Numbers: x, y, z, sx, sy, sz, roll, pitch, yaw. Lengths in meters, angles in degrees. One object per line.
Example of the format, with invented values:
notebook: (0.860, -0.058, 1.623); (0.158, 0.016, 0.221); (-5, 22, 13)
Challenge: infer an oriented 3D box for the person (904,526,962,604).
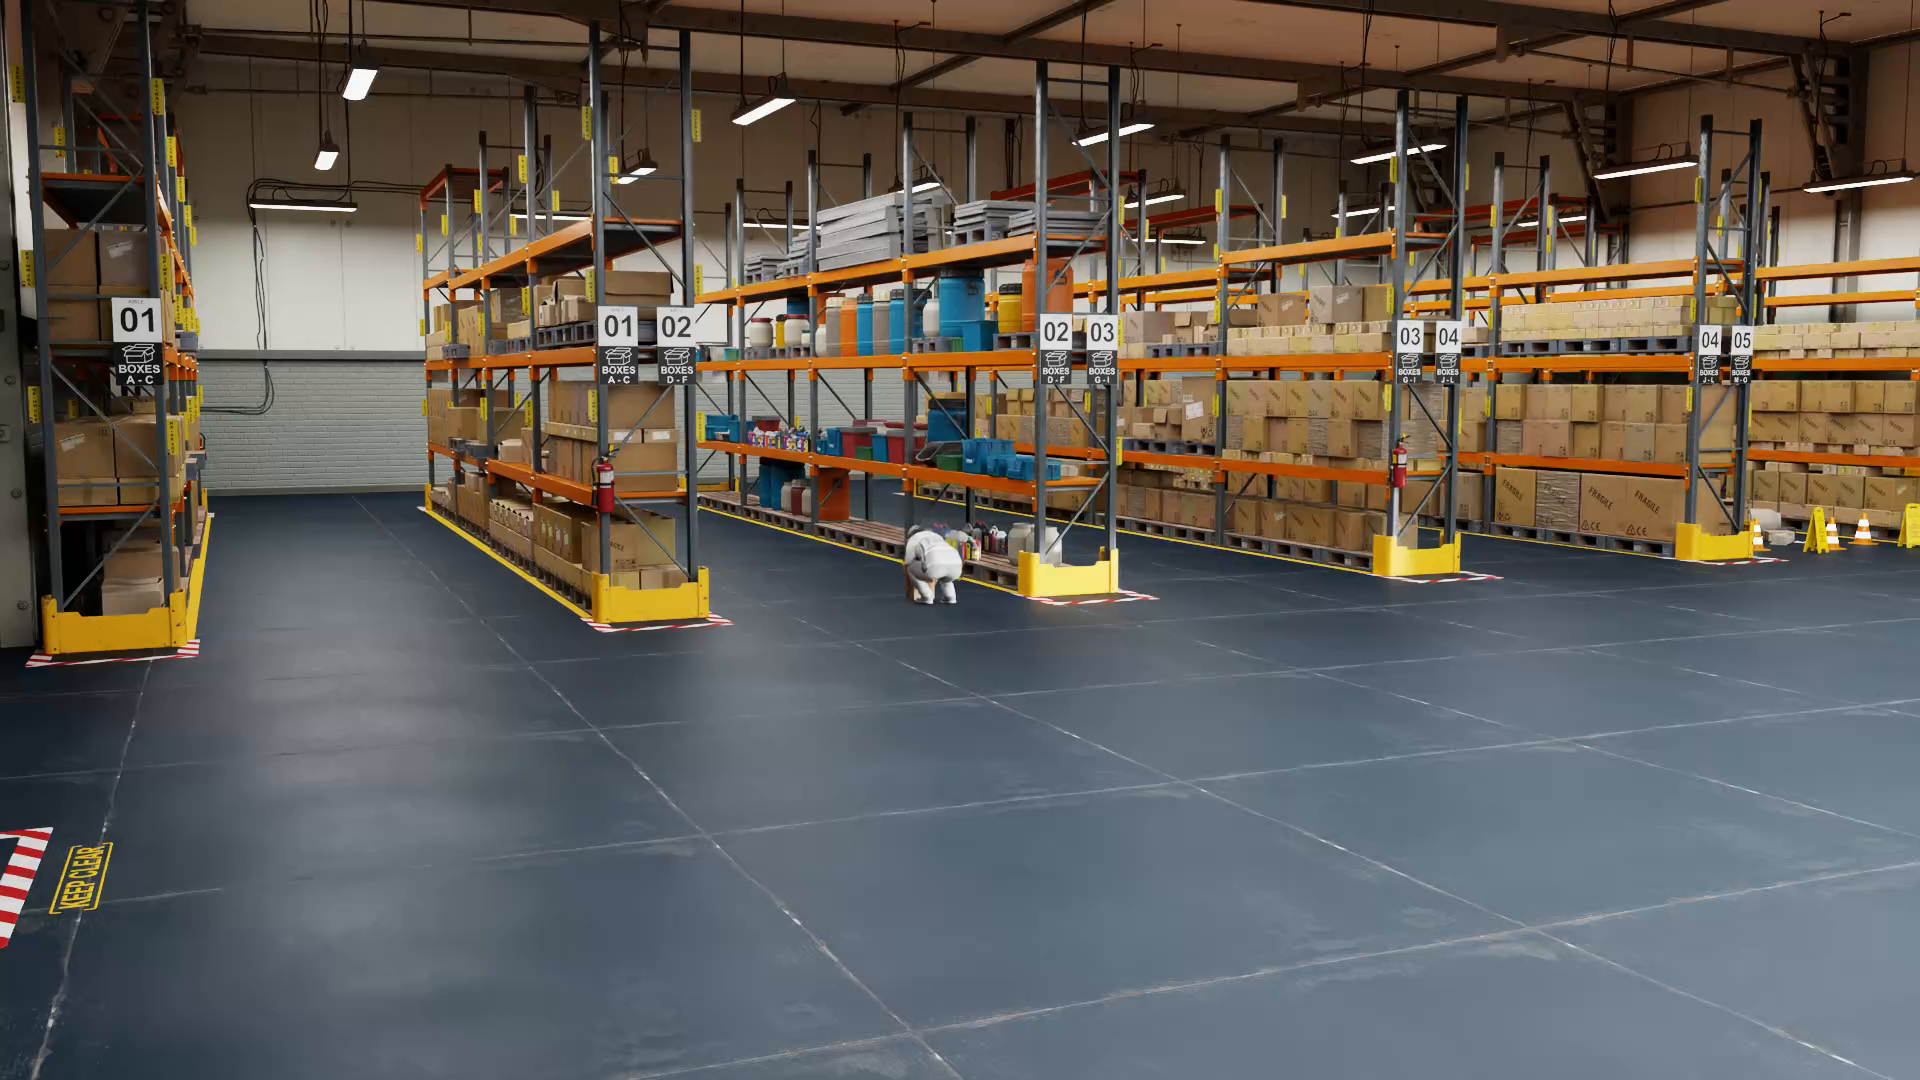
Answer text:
person: (-0.313, 0.281, 18.453); (0.520, 0.837, 0.865); (-2, 6, -24)
